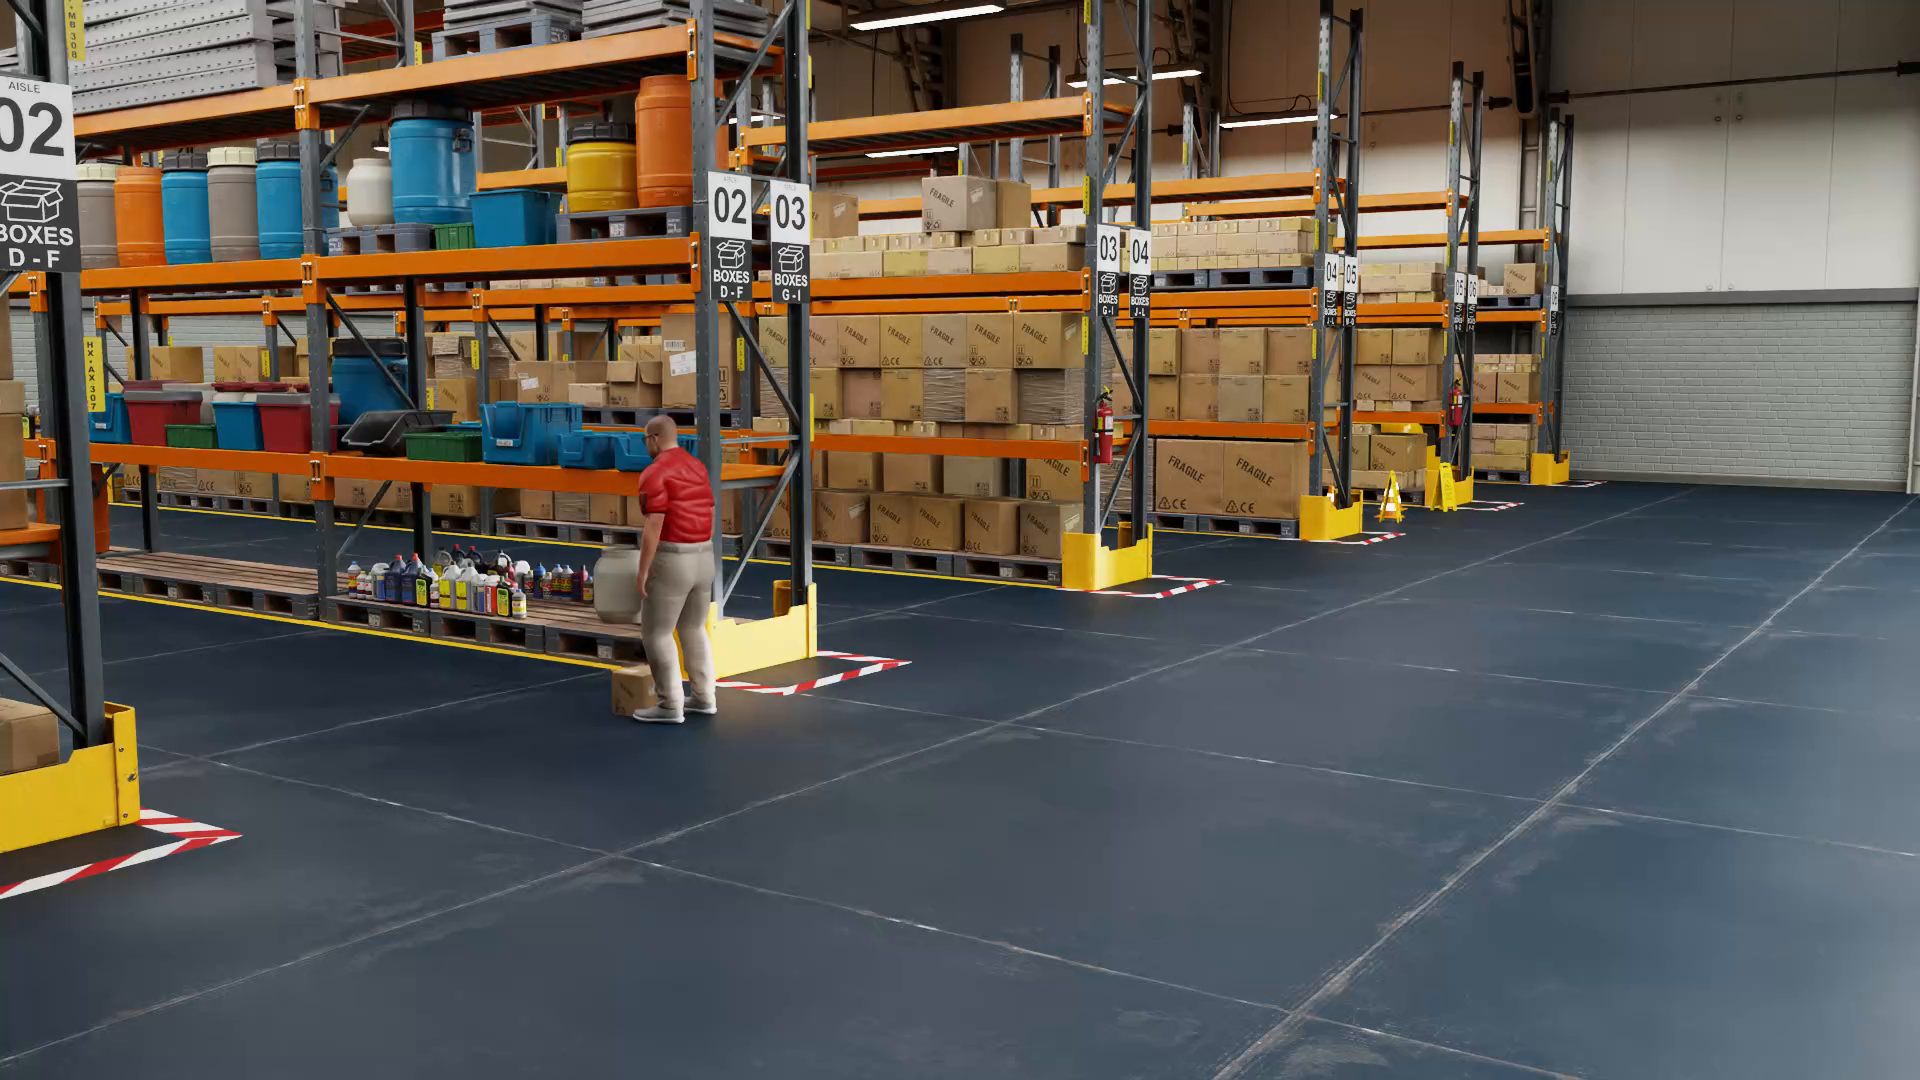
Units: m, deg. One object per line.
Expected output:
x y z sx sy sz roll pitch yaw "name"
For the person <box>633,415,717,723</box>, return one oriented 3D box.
-1.613 0.158 9.399 0.391 1.725 0.584 4 7 31 "person"
